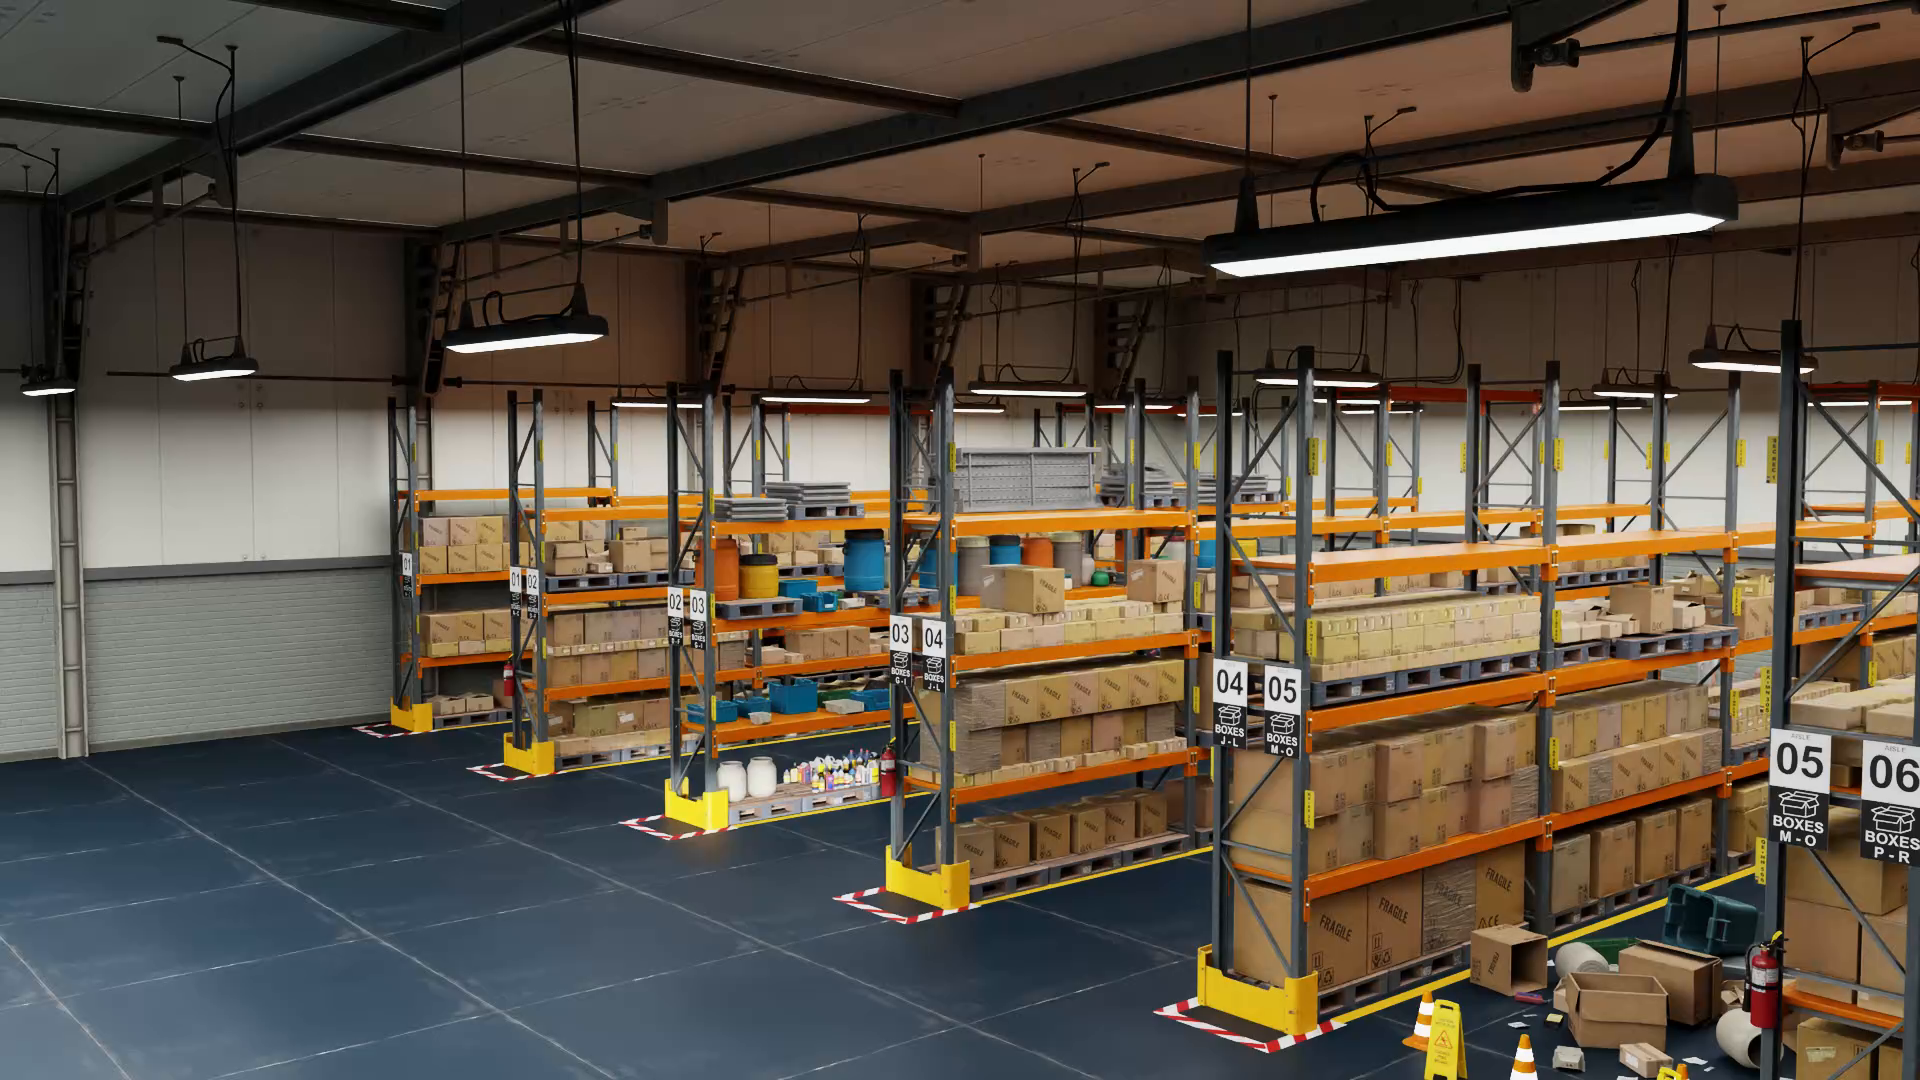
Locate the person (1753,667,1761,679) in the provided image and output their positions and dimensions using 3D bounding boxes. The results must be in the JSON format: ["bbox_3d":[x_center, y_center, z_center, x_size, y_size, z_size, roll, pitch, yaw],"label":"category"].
[{"bbox_3d":[12.049,2.799,25.242,0.606,1.784,0.548,-2,4,-32],"label":"person"}]

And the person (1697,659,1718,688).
[{"bbox_3d":[13.256,2.610,29.560,0.428,1.693,0.453,-1,4,-18],"label":"person"}]

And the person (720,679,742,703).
[{"bbox_3d":[-4.465,2.407,32.104,0.636,1.791,0.516,-2,4,-30],"label":"person"}]
